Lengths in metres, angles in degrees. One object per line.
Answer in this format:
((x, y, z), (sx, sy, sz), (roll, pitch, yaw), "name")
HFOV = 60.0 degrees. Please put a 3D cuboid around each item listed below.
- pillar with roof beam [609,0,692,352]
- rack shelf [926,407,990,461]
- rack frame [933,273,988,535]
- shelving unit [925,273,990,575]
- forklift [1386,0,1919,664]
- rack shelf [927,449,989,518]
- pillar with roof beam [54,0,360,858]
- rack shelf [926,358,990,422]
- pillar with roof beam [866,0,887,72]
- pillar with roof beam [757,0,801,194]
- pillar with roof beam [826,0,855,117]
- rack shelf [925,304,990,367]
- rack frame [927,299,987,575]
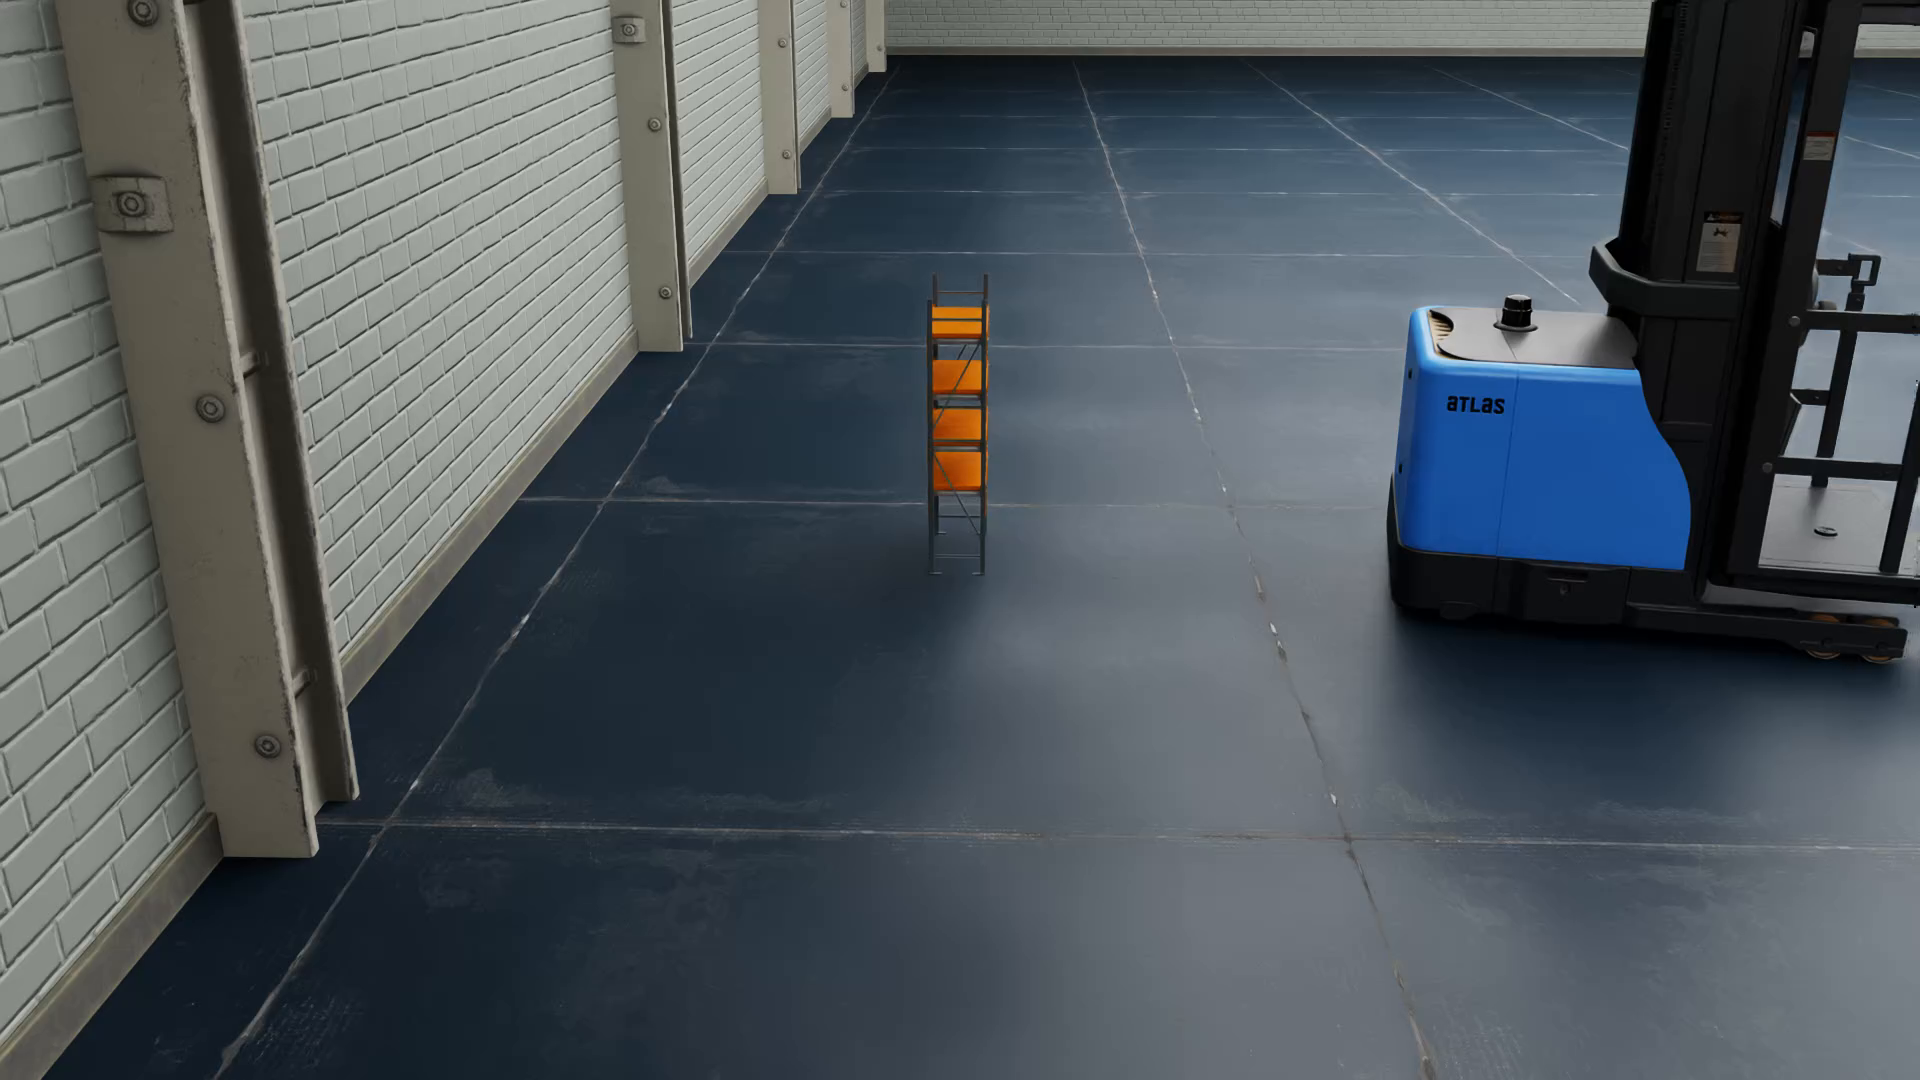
((2.373, -5.427, 9.076), (9.100, 9.000, 0.400), (1, 21, 2), "pillar with roof beam")
((-0.005, -0.437, 7.182), (0.258, 0.148, 0.480), (1, 21, 2), "rack shelf")
((0.002, -0.588, 7.385), (0.240, 1.200, 0.015), (1, 21, 2), "rack frame")
((-0.005, -0.500, 7.158), (0.258, 1.200, 0.503), (1, 21, 2), "shelving unit")
((3.321, -1.107, 6.330), (3.031, 2.935, 1.130), (4, 22, 11), "forklift")
((-0.005, -0.252, 7.254), (0.258, 0.148, 0.480), (1, 21, 2), "rack shelf")
((2.190, -3.258, 3.484), (9.100, 9.000, 0.400), (1, 21, 2), "pillar with roof beam")
((-0.005, -0.645, 7.101), (0.258, 0.148, 0.480), (1, 21, 2), "rack shelf")
((2.920, -11.935, 25.849), (9.100, 9.000, 0.400), (1, 21, 2), "pillar with roof beam")
((2.555, -7.596, 14.667), (9.100, 9.000, 0.400), (1, 21, 2), "pillar with roof beam")
((2.738, -9.766, 20.258), (9.100, 9.000, 0.400), (1, 21, 2), "pillar with roof beam")
((-0.005, -0.866, 7.015), (0.258, 0.148, 0.480), (1, 21, 2), "rack shelf")
((-0.012, -0.411, 6.930), (0.240, 1.200, 0.015), (1, 21, 2), "rack frame")
